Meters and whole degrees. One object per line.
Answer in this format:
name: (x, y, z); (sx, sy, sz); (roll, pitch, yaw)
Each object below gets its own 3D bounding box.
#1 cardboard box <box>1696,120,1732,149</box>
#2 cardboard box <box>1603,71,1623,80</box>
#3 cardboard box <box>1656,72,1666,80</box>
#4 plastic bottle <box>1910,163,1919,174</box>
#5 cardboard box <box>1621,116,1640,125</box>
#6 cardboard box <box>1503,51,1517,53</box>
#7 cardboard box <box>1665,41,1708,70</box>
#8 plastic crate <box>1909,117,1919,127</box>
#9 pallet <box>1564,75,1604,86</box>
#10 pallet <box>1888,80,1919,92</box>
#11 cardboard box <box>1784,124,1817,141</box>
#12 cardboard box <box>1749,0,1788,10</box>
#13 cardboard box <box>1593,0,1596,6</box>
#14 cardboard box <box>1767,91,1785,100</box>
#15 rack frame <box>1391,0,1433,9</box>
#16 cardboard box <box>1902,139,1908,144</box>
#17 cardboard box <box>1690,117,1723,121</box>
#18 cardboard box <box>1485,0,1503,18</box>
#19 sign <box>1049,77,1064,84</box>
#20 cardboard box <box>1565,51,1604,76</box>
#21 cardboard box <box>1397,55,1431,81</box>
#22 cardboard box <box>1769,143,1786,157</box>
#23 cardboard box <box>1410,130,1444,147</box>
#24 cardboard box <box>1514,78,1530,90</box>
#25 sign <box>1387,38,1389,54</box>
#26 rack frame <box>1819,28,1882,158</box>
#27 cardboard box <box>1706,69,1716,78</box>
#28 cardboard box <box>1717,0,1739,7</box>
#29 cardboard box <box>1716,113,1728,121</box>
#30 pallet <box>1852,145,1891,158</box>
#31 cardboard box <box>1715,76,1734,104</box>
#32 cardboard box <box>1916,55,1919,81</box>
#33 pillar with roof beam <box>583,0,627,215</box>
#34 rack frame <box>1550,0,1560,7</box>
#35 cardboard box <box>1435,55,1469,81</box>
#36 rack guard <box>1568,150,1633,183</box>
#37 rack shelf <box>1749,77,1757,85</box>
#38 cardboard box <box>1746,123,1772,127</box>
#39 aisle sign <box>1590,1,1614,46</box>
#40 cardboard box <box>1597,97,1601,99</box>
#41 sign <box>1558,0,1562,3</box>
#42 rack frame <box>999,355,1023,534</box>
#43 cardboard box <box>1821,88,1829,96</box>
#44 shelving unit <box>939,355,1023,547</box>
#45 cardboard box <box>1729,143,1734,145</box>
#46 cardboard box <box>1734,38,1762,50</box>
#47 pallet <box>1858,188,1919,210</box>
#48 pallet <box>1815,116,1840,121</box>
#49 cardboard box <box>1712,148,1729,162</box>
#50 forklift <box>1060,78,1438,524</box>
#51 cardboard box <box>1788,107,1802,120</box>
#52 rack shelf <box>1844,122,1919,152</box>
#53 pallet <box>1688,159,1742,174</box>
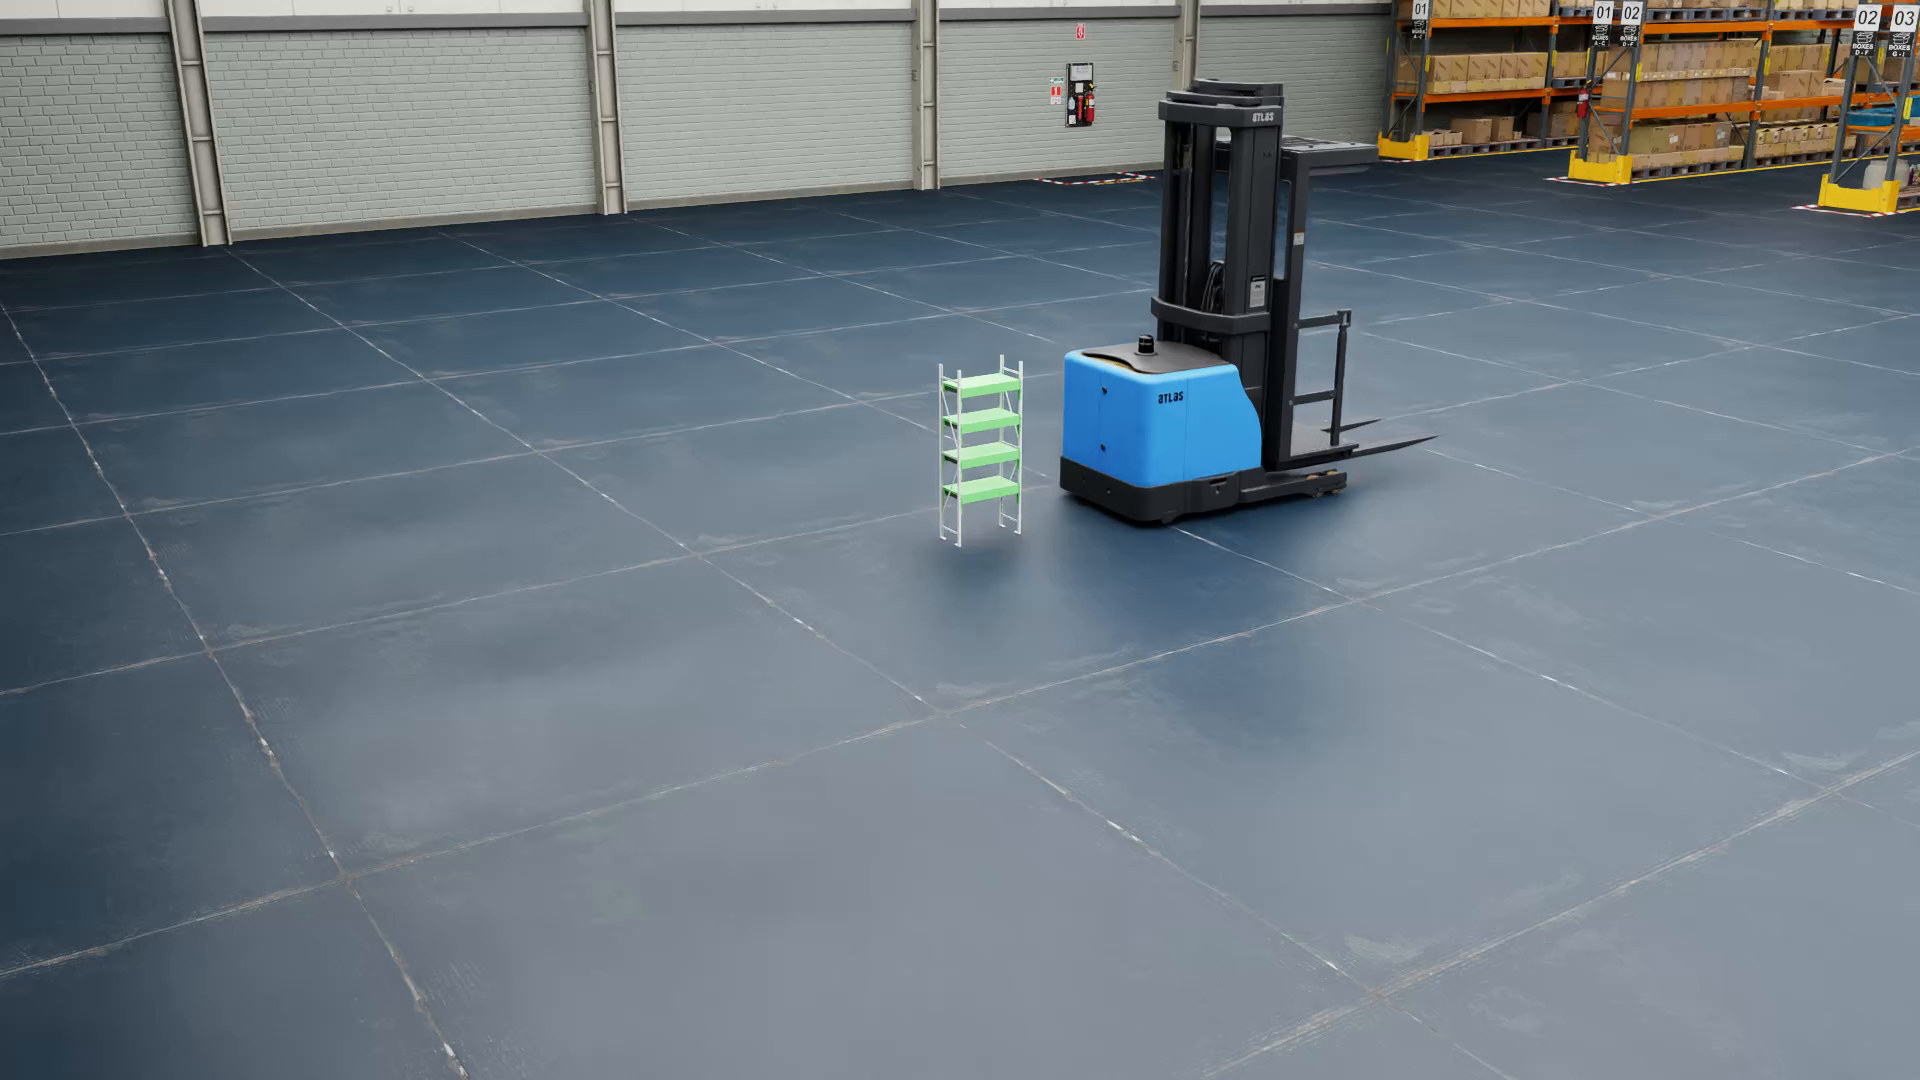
cardboard box: (14.681, -7.930, 32.485); (0.500, 0.500, 0.500); (-12, 22, -31)
cardboard box: (12.245, -8.672, 31.044); (0.250, 0.149, 0.380); (-12, 22, -32)
cardboard box: (12.905, -8.656, 30.997); (0.250, 0.149, 0.380); (-12, 22, -31)
plastic bottle: (16.523, -6.360, 28.822); (0.185, 0.351, 0.144); (-11, 22, -29)
cardboard box: (15.412, -9.816, 38.813); (0.500, 0.500, 0.700); (-12, 22, -31)
cardboard box: (12.137, -10.495, 36.636); (0.500, 0.500, 0.500); (-13, 22, -33)
cardboard box: (13.747, -9.221, 31.654); (0.500, 0.500, 0.700); (-12, 22, -31)
plastic crate: (15.677, -6.820, 27.147); (0.250, 0.136, 0.298); (-12, 22, -31)
pallet: (14.354, -10.482, 37.866); (1.213, 0.211, 1.003); (-12, 22, -31)
pallet: (20.334, -9.861, 36.030); (1.213, 0.211, 1.003); (-12, 22, -31)
cardboard box: (17.137, -8.343, 34.002); (0.500, 0.311, 0.500); (-11, 22, -30)
cardboard box: (15.892, -10.559, 32.688); (0.500, 0.250, 0.500); (-9, 21, -26)
cardboard box: (14.175, -12.188, 37.116); (0.500, 0.500, 0.500); (-13, 23, -33)
cardboard box: (16.224, -8.886, 33.238); (0.250, 0.149, 0.380); (-12, 22, -31)
rack frame: (9.304, -12.366, 33.770); (0.127, 3.000, 1.000); (-12, 22, -31)
cardboard box: (20.106, -8.817, 35.858); (0.500, 0.500, 0.500); (-12, 22, -32)
cardboard box: (14.812, -8.157, 33.157); (0.500, 0.500, 0.500); (-12, 22, -31)
cardboard box: (11.056, -11.271, 35.029); (0.500, 0.500, 0.500); (-10, 21, -28)
sign: (1.807, -8.593, 31.095); (0.331, 0.109, 0.001); (-12, 22, -31)
cardboard box: (14.092, -10.785, 37.620); (0.500, 0.500, 0.700); (-9, 21, -24)
cardboard box: (9.580, -9.957, 35.046); (0.500, 0.500, 0.500); (-12, 22, -32)
cardboard box: (16.273, -7.895, 33.550); (0.500, 0.250, 0.500); (-11, 22, -30)
cardboard box: (9.931, -8.556, 35.381); (0.500, 0.311, 0.500); (-15, 24, -37)
cardboard box: (11.995, -9.916, 36.097); (0.500, 0.250, 0.500); (-12, 22, -31)
sign: (9.015, -10.374, 34.945); (0.005, 0.325, 0.100); (-12, 22, -31)
rack frame: (18.713, -9.608, 34.982); (0.127, 3.000, 1.000); (-12, 22, -31)
cardboard box: (14.201, -8.930, 31.807); (0.250, 0.149, 0.380); (-11, 22, -30)
cardboard box: (14.515, -10.185, 31.523); (0.250, 0.149, 0.380); (-12, 22, -31)
cardboard box: (18.114, -10.511, 40.354); (0.750, 0.750, 0.750); (-11, 22, -30)
pallet: (19.357, -8.409, 35.788); (1.213, 0.211, 1.003); (-12, 22, -31)
cardboard box: (14.568, -8.777, 32.366); (0.500, 0.500, 0.700); (-12, 22, -32)
cardboard box: (20.612, -10.231, 36.014); (0.700, 0.500, 0.500); (16, 24, 39)
pillar with roof beam: (-3.253, -8.398, 22.035); (0.400, 9.000, 9.100); (-12, 22, -31)
rack frame: (12.644, -13.070, 35.855); (0.127, 3.000, 1.000); (-12, 22, -31)
cardboard box: (10.286, -9.905, 34.893); (0.500, 0.500, 0.500); (-12, 22, -31)
rack guard: (12.011, -7.011, 31.202); (0.348, 0.500, 1.175); (-12, 22, -31)
rack shelf: (17.655, -10.944, 40.057); (4.000, 0.370, 1.077); (-12, 22, -31)
cardboard box: (16.402, -8.394, 34.153); (0.500, 0.311, 0.500); (-12, 22, -32)
aisle sign: (11.815, -9.498, 30.596); (0.004, 0.787, 0.394); (-12, 22, -31)
cardboard box: (14.902, -10.088, 38.445); (0.500, 0.250, 0.500); (-11, 22, -30)
sign: (12.949, -11.750, 35.827); (0.005, 0.325, 0.100); (-12, 22, -31)
rack frame: (0.342, -0.641, 11.266); (0.015, 1.200, 0.240); (-12, 22, -31)
cardboard box: (17.678, -9.250, 34.313); (0.250, 0.149, 0.380); (-10, 21, -27)
shelving unit: (0.138, -0.598, 11.139); (0.503, 1.200, 0.258); (-12, 22, -31)
cardboard box: (15.559, -7.951, 33.717); (0.500, 0.250, 0.500); (-12, 22, -32)
cardboard box: (19.076, -12.040, 40.351); (0.500, 0.250, 0.500); (-11, 22, -30)
pallet: (15.471, -5.720, 27.835); (1.213, 0.211, 1.003); (-12, 22, -31)
pallet: (22.042, -10.859, 43.036); (1.213, 0.211, 1.003); (-12, 22, -31)
cardboard box: (14.682, -7.575, 32.604); (0.500, 0.250, 0.500); (-12, 22, -31)
forklift: (2.258, -1.831, 12.084); (3.031, 2.935, 1.130); (-11, 22, -29)
cardboard box: (20.858, -10.934, 42.150); (0.500, 0.500, 0.700); (-11, 22, -30)
rack shelf: (16.423, -6.885, 28.050); (4.000, 0.370, 1.077); (-12, 22, -31)
pallet: (14.685, -7.454, 32.963); (1.213, 0.211, 1.003); (-12, 22, -31)
